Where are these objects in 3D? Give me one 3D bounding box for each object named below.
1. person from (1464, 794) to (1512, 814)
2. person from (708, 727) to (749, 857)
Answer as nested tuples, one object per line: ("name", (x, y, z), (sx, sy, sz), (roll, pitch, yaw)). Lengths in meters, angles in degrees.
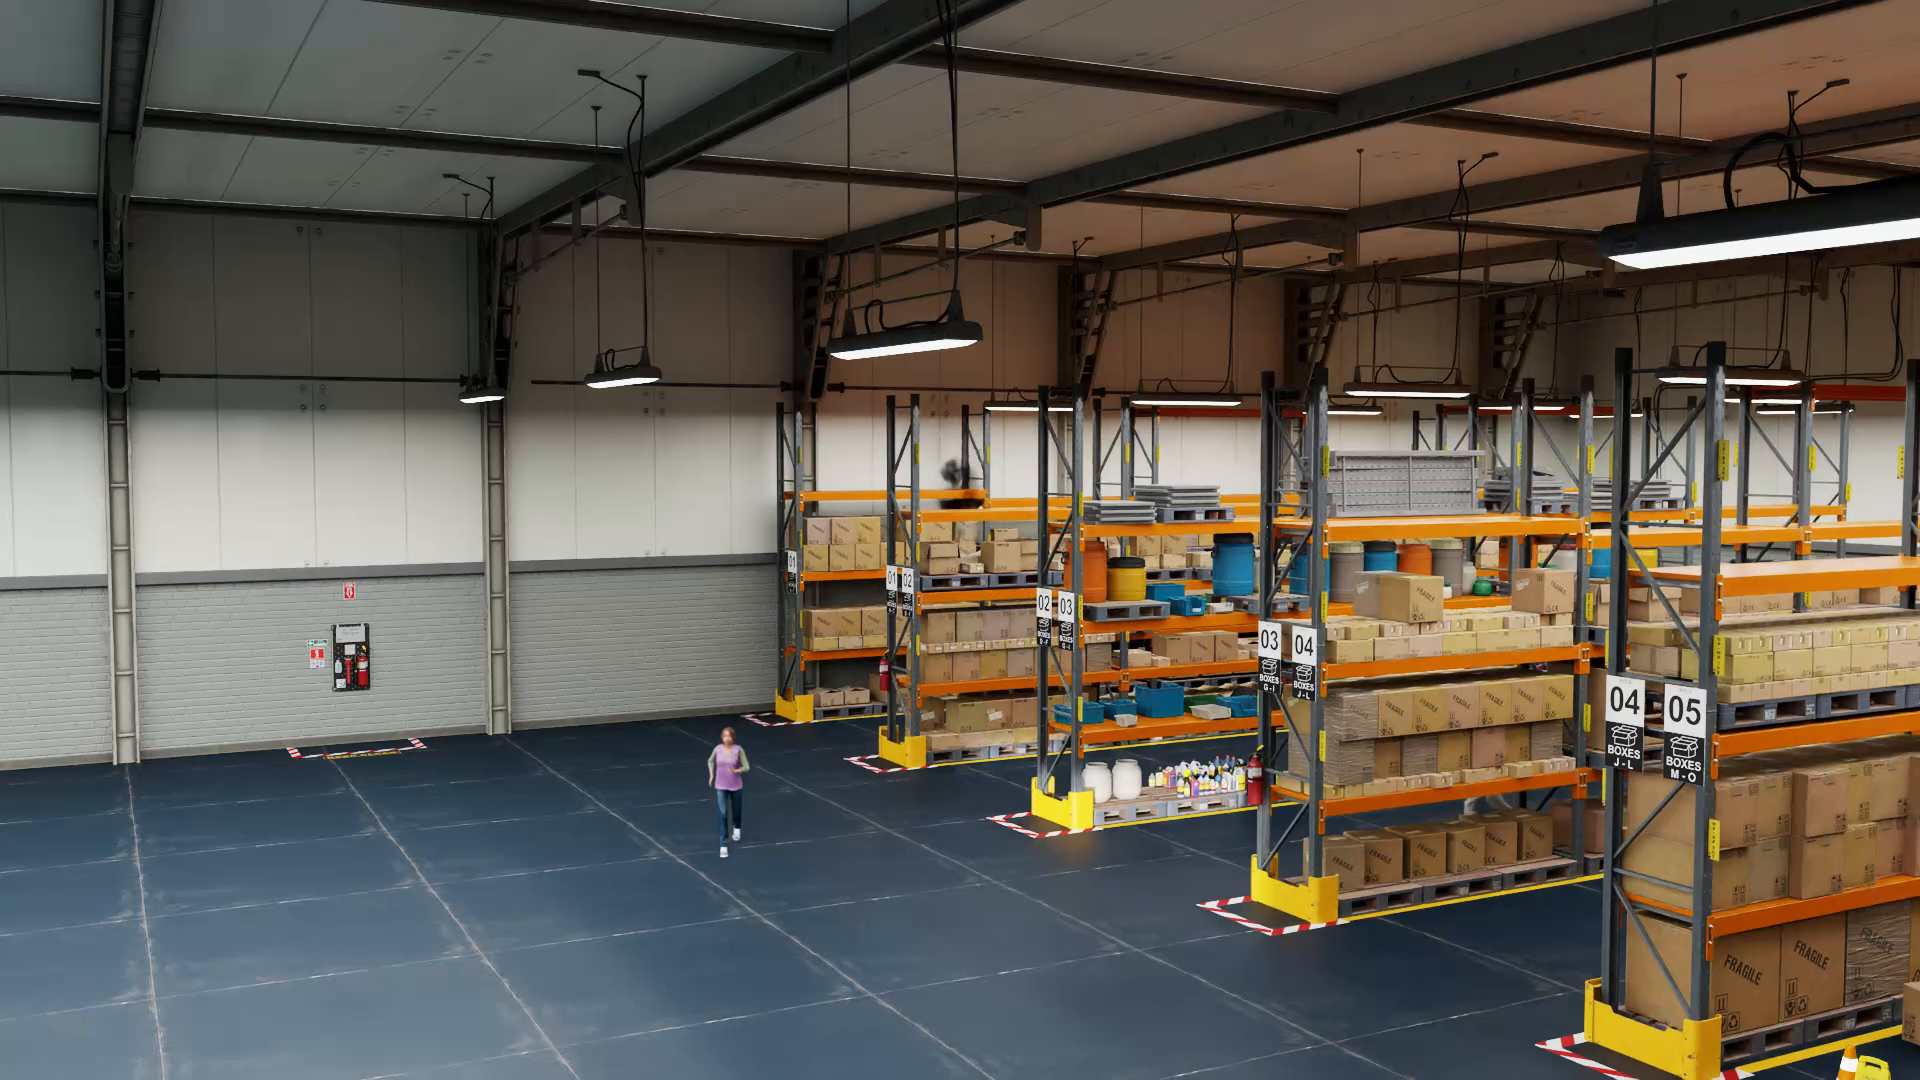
("person", (6.946, 3.033, 21.895), (0.976, 1.805, 0.676), (-1, 4, -25))
("person", (-2.941, 3.156, 21.109), (0.540, 1.580, 0.889), (0, 3, -3))
